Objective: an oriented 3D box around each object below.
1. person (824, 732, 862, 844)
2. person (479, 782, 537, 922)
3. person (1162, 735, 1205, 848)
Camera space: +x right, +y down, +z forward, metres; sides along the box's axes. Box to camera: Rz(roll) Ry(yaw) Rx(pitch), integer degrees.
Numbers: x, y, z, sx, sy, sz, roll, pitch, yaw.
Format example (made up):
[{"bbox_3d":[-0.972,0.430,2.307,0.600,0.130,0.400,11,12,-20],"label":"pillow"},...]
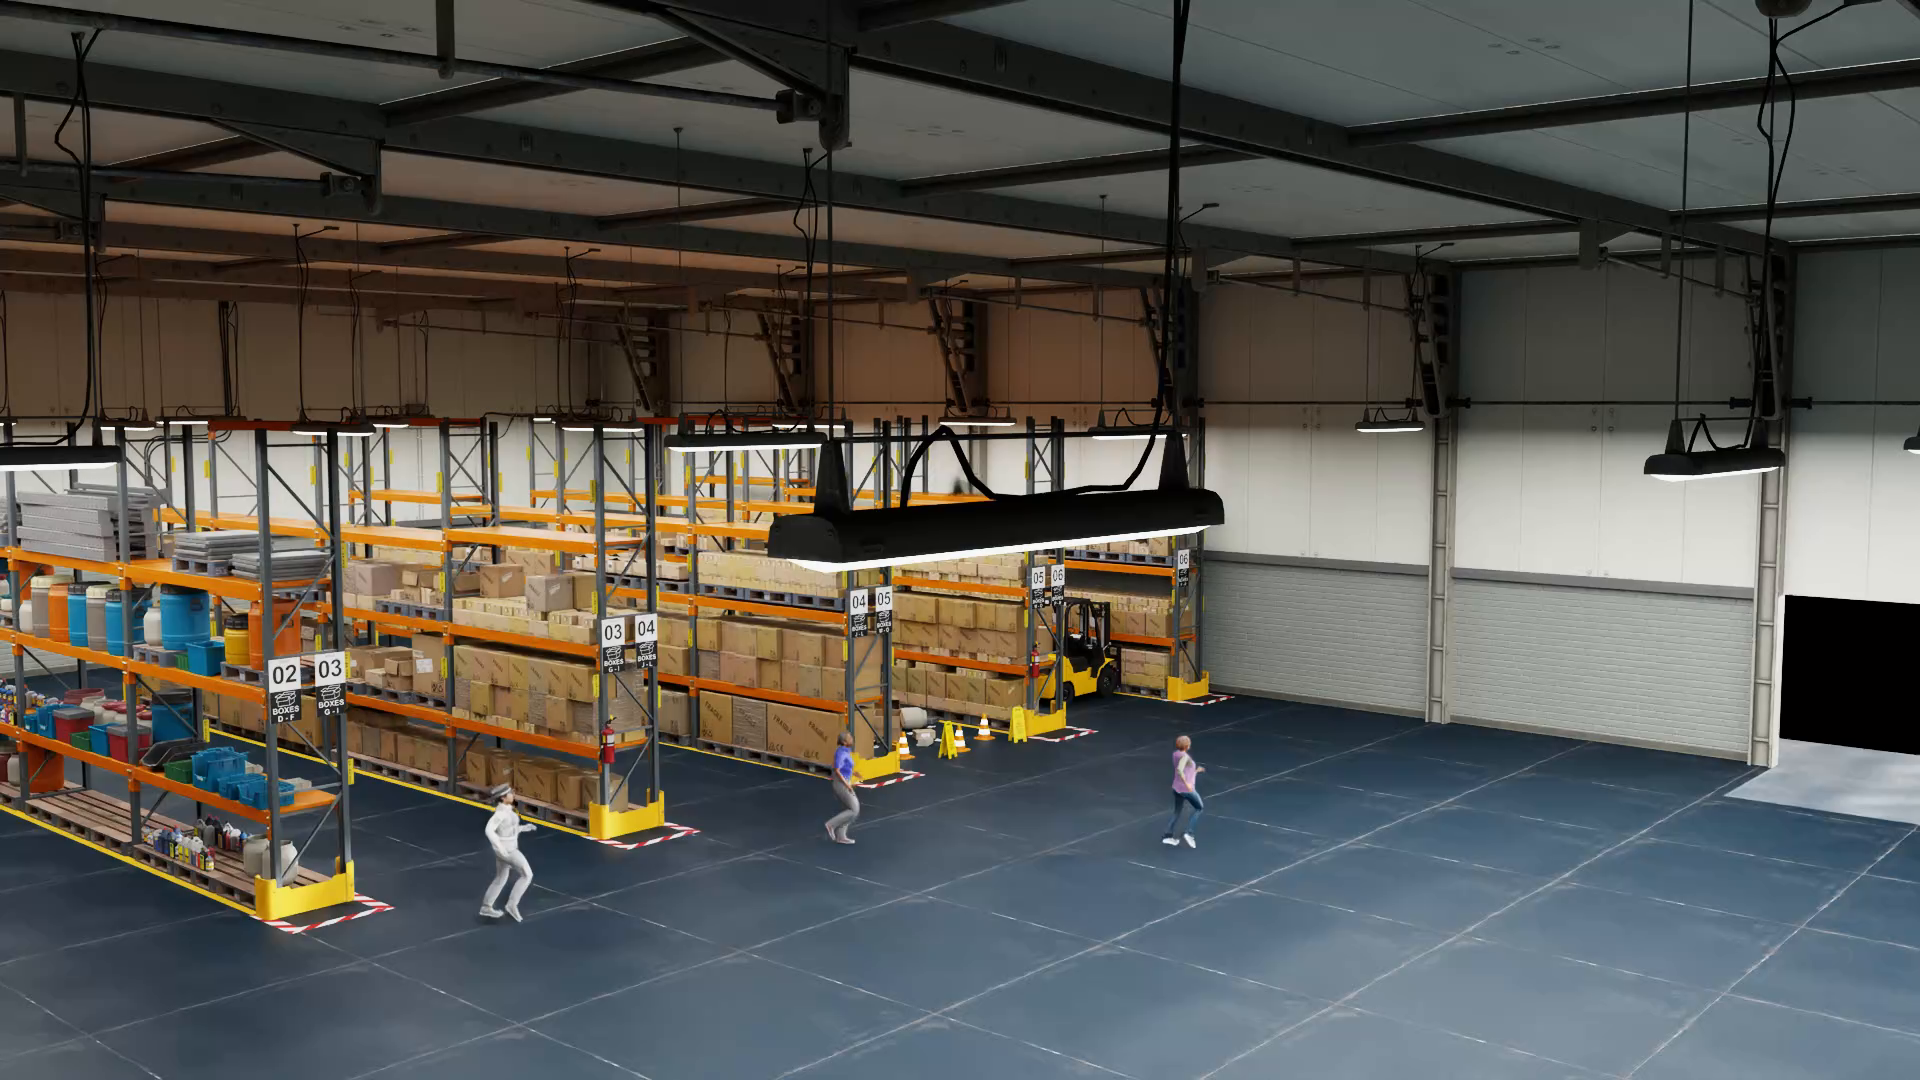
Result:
[{"bbox_3d":[-1.676,3.550,23.858,0.591,1.626,0.570,-1,5,-13],"label":"person"},{"bbox_3d":[-5.509,3.807,20.276,0.693,1.718,0.581,-2,5,-21],"label":"person"},{"bbox_3d":[3.187,3.573,23.594,0.682,1.614,0.503,-2,5,-26],"label":"person"}]
